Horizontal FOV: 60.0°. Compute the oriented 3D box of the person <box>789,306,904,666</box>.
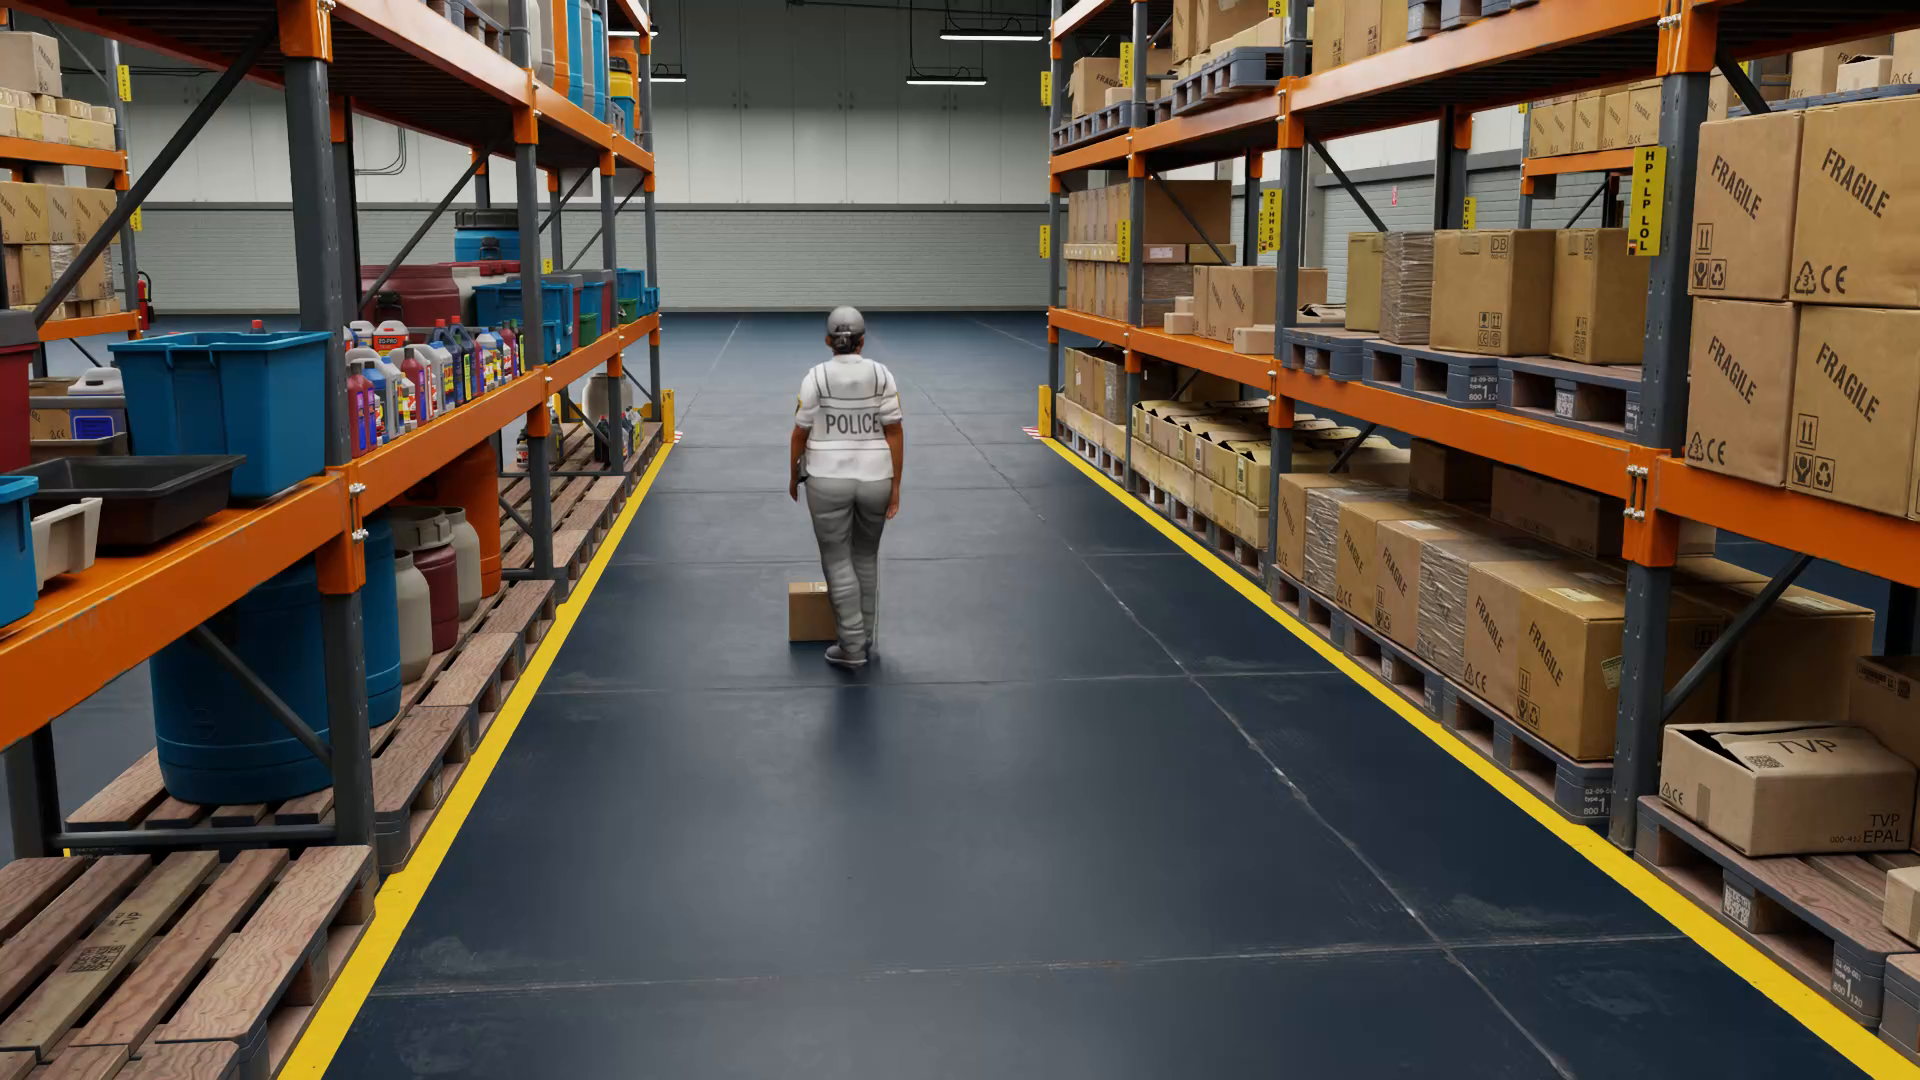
[{"bbox_3d":[-0.559,-0.225,7.778,0.486,1.729,0.580,-5,11,-26],"label":"person"}]
